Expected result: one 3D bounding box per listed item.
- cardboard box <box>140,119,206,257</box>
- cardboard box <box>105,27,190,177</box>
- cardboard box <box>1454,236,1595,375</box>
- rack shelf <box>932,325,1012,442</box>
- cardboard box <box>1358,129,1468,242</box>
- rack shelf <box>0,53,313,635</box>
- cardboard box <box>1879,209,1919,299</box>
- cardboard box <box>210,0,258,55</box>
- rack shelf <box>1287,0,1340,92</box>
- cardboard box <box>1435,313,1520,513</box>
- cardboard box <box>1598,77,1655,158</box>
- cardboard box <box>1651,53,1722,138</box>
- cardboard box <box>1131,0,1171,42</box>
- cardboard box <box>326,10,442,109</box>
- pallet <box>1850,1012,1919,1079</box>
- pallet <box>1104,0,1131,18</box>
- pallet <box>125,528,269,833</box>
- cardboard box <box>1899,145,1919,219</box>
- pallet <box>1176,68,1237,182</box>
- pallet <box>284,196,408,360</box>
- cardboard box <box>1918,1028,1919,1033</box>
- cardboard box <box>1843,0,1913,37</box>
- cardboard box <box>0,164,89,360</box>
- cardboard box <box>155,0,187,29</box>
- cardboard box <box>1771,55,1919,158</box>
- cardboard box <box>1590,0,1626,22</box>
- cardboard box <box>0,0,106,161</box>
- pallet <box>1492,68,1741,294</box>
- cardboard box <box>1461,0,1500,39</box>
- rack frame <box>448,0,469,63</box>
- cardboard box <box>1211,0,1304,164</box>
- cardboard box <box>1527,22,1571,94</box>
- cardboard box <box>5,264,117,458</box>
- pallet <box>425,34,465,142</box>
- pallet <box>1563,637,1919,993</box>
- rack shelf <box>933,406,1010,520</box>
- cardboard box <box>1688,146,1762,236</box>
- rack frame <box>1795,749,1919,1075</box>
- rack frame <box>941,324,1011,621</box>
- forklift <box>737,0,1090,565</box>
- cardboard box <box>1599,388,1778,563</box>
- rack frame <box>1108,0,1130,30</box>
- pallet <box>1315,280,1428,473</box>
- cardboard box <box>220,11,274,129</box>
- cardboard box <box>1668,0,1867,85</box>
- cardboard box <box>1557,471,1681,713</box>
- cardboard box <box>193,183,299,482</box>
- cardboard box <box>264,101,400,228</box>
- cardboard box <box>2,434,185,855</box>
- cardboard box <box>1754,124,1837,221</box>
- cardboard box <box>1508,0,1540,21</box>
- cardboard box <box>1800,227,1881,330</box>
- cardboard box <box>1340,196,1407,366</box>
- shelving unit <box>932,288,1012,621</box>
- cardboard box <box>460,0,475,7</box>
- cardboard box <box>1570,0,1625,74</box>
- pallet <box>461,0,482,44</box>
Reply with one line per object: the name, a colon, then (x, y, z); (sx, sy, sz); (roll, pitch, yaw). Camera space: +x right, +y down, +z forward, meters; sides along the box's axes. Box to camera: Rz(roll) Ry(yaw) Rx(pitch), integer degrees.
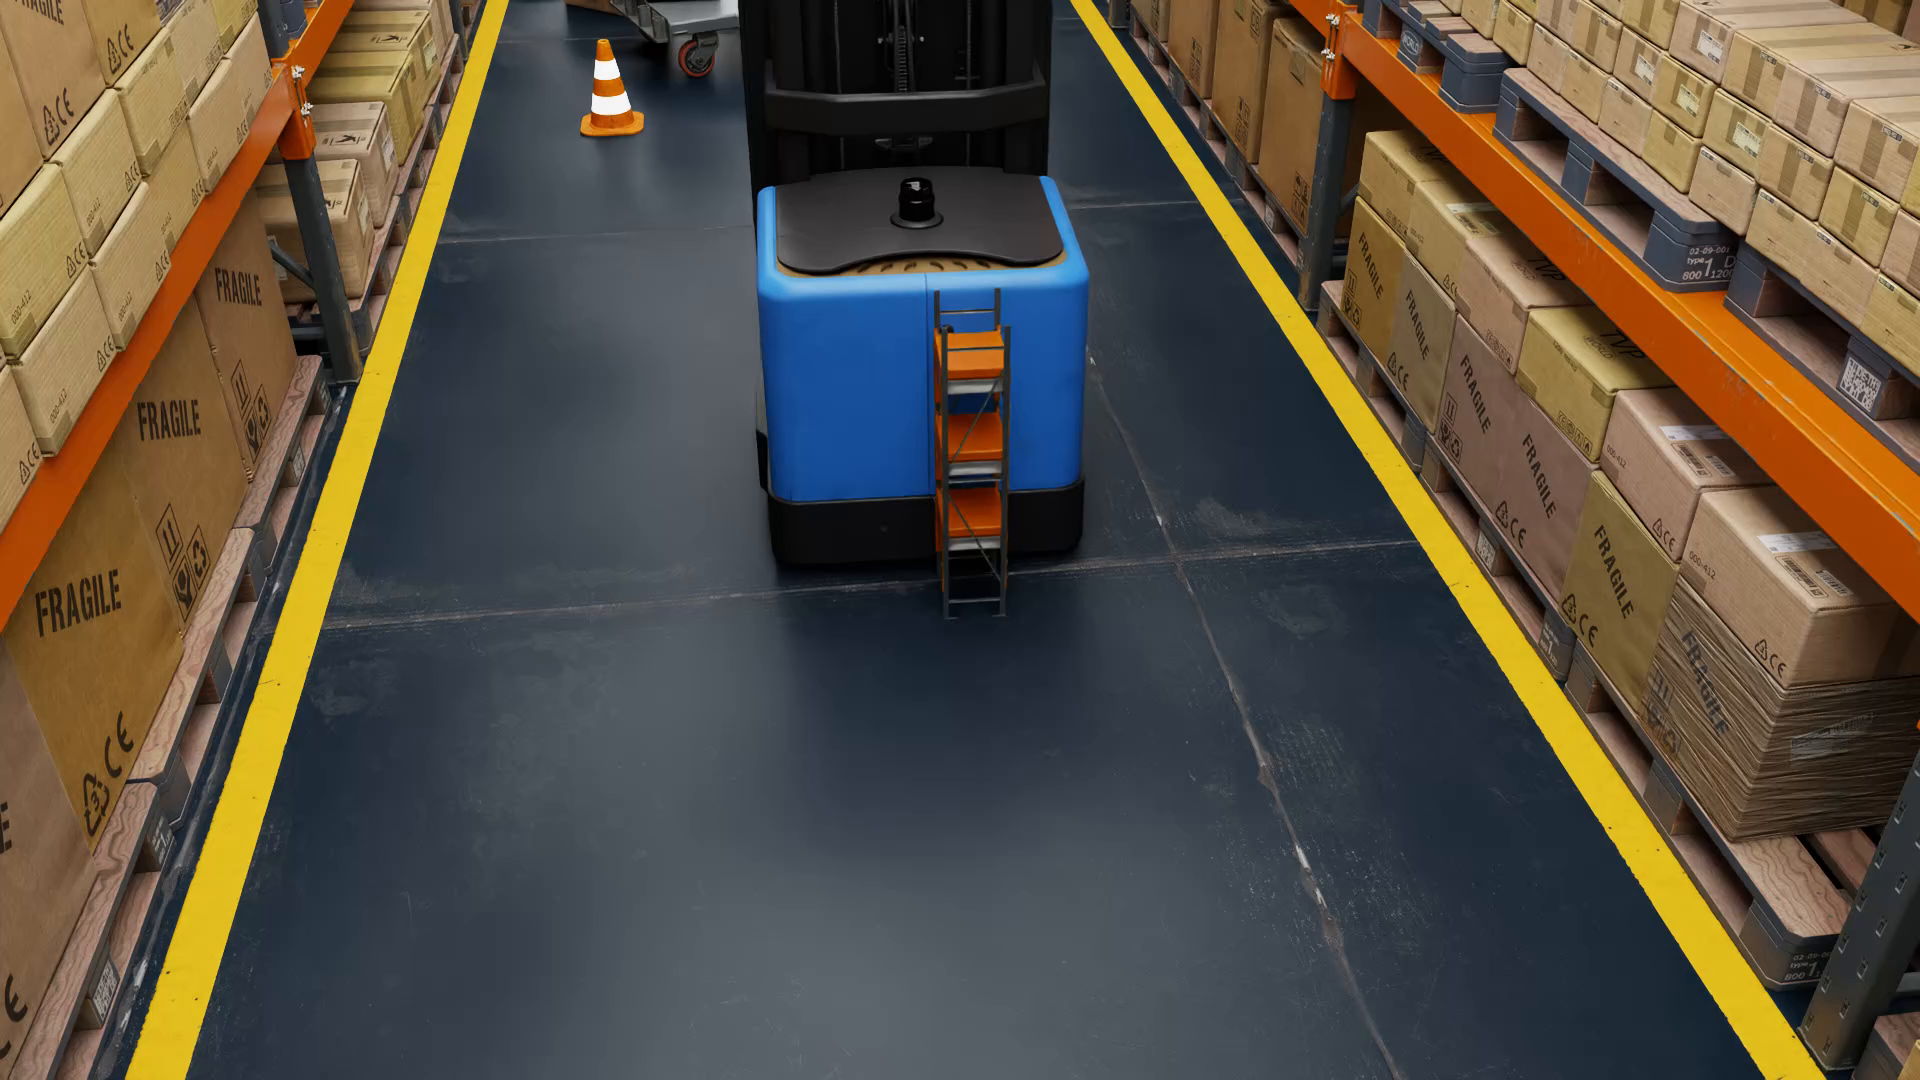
cardboard box: (-2.449, -0.967, 4.638); (0.500, 0.250, 0.500); (-5, 35, -7)
cardboard box: (-2.432, -1.181, 4.508); (0.500, 0.250, 0.500); (-5, 35, -8)
cardboard box: (1.956, -0.776, 5.406); (0.500, 0.250, 0.500); (-4, 34, -6)
rack shelf: (0.034, -0.475, 5.029); (0.215, 0.259, 0.240); (-3, 34, -5)
cardboard box: (1.834, -1.336, 6.228); (0.500, 0.250, 0.500); (-6, 35, -9)
rack shelf: (-2.642, -0.444, 4.377); (1.077, 0.370, 4.000); (-4, 35, -6)
cardboard box: (2.233, -0.603, 3.557); (0.380, 0.149, 0.250); (-4, 34, -6)
cardboard box: (-2.594, -1.751, 5.345); (0.500, 0.250, 0.500); (-4, 35, -7)
rack shelf: (1.712, -3.107, 8.285); (1.077, 0.370, 4.000); (-4, 35, -6)
cardboard box: (1.968, -0.449, 5.592); (0.500, 0.500, 0.500); (-5, 35, -8)
cardboard box: (2.055, -1.208, 4.710); (0.380, 0.149, 0.250); (-5, 35, -8)
cardboard box: (2.089, -1.191, 4.421); (0.380, 0.149, 0.250); (-4, 35, -6)
cardboard box: (1.615, -3.425, 9.737); (1.050, 0.750, 0.750); (-5, 35, -7)
cardboard box: (-3.276, -2.484, 8.691); (0.950, 0.372, 0.625); (-2, 34, -3)
pallet: (2.644, 1.468, 3.408); (1.003, 0.211, 1.213); (-4, 35, -6)
pallet: (1.418, -3.799, 11.137); (1.003, 0.211, 1.213); (-4, 35, -6)
pallet: (-2.719, 0.420, 4.946); (1.003, 0.211, 1.213); (-4, 35, -6)
cardboard box: (2.234, -0.731, 3.481); (0.380, 0.149, 0.250); (-5, 35, -8)
pallet: (1.789, -2.261, 8.881); (1.003, 0.211, 1.213); (-4, 35, -6)
pallet: (-3.014, -1.141, 7.237); (1.003, 0.211, 1.213); (-4, 35, -6)
cardboard box: (2.250, 1.052, 3.438); (0.380, 0.149, 0.250); (-3, 34, -4)
cardboard box: (2.707, -1.498, 4.607); (0.380, 0.149, 0.250); (-3, 34, -5)
cardboard box: (-2.292, -0.609, 3.669); (0.500, 0.250, 0.500); (-4, 34, -6)
cardboard box: (-2.505, -1.757, 4.688); (0.500, 0.500, 0.500); (-4, 34, -6)
cardboard box: (2.166, -1.022, 3.908); (0.380, 0.149, 0.250); (-4, 35, -7)
cardboard box: (2.029, -1.598, 4.754); (0.380, 0.149, 0.250); (-3, 34, -5)
cardboard box: (-2.384, -1.197, 3.866); (0.500, 0.500, 0.500); (-5, 35, -7)
pallet: (2.288, -1.108, 4.882); (1.003, 0.211, 1.213); (-4, 35, -6)
cardboard box: (1.914, -1.793, 5.568); (0.380, 0.149, 0.250); (-3, 34, -4)
rack frame: (-3.449, -4.089, 9.087); (1.000, 3.000, 0.127); (-4, 35, -6)
cardboard box: (1.867, -2.367, 8.184); (1.050, 0.750, 0.750); (-4, 34, -6)
cardboard box: (1.990, -1.494, 5.129); (0.380, 0.149, 0.250); (-3, 34, -5)
cardboard box: (-2.295, -0.405, 3.813); (0.500, 0.250, 0.500); (-5, 35, -7)
pallet: (-3.342, -2.503, 9.235); (1.003, 0.211, 1.213); (-4, 35, -6)
pallet: (2.413, 0.662, 4.592); (1.003, 0.211, 1.213); (-4, 35, -6)
rack shelf: (0.034, -0.240, 5.189); (0.215, 0.259, 0.240); (-3, 34, -5)
cardboard box: (2.126, -0.912, 4.274); (0.380, 0.149, 0.250); (-6, 35, -8)
rack frame: (2.519, -0.056, 3.169); (1.000, 3.000, 0.127); (-4, 35, -6)
rack frame: (0.047, -0.181, 5.083); (0.200, 1.050, 0.008); (-3, 34, -5)
forklift: (-0.248, -1.941, 5.996); (1.130, 2.935, 3.031); (-3, 34, -5)
cardboard box: (2.112, -0.191, 4.548); (0.500, 0.250, 0.500); (-3, 34, -4)
rack frame: (1.443, -4.521, 9.720); (1.000, 3.000, 0.127); (-4, 35, -6)
pallet: (2.084, -0.700, 6.590); (1.003, 0.211, 1.213); (-4, 35, -6)
cardboard box: (-2.585, -1.533, 5.469); (0.500, 0.250, 0.500); (-6, 35, -8)
cardboard box: (2.097, -1.309, 4.328); (0.380, 0.149, 0.250); (-6, 35, -9)
cardboard box: (2.101, 0.123, 4.753); (0.500, 0.500, 0.500); (-5, 35, -8)
cardboard box: (-2.900, -0.761, 5.717); (0.875, 0.875, 0.875); (-5, 35, -7)
cardboard box: (-3.084, -1.672, 7.501); (0.950, 0.372, 0.625); (-5, 35, -7)
cardboard box: (-2.665, 0.236, 4.254); (0.875, 0.875, 0.875); (-3, 34, -5)
cardboard box: (2.161, -0.894, 3.984); (0.380, 0.149, 0.250); (-5, 35, -8)
cardboard box: (1.959, -1.756, 5.249); (0.380, 0.149, 0.250); (-4, 35, -6)
cardboard box: (2.202, -0.617, 3.842); (0.380, 0.149, 0.250); (-4, 35, -7)
cardboard box: (1.823, -1.015, 6.423); (0.500, 0.500, 0.500); (-6, 35, -8)
shelving unit: (0.034, -0.249, 5.183); (0.215, 1.050, 0.252); (-3, 34, -5)
cardboard box: (-3.260, -3.476, 10.256); (0.500, 0.250, 0.500); (-6, 35, -9)
cardboard box: (2.021, -1.478, 4.841); (0.380, 0.149, 0.250); (-5, 35, -7)
pallet: (-3.574, -3.309, 10.418); (1.003, 0.211, 1.213); (-4, 35, -6)
